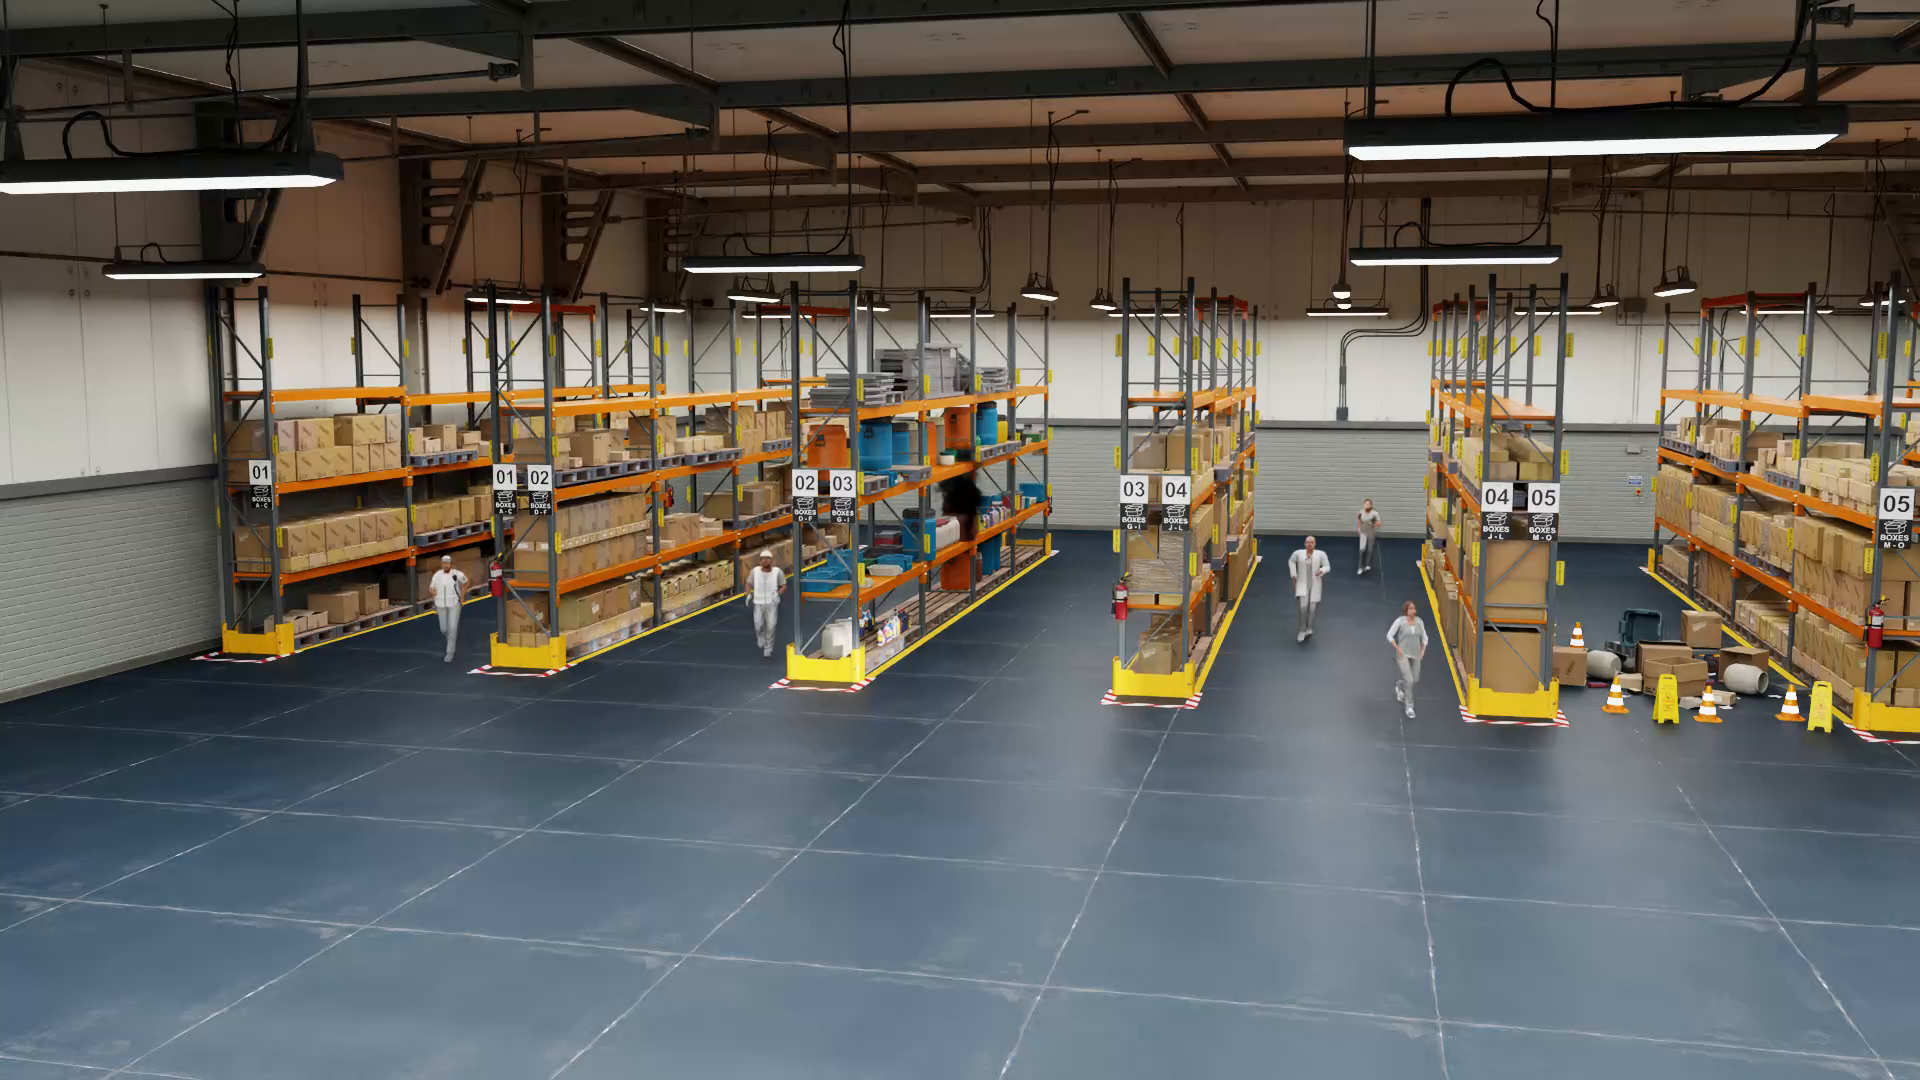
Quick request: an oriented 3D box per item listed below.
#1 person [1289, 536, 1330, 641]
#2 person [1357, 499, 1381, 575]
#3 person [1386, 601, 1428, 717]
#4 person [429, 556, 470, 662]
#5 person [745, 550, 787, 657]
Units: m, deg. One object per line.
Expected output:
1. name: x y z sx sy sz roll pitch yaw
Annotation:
1. person: 6.033 0.844 28.711 0.688 1.839 0.836 1 7 7
2. person: 9.110 -0.076 37.080 0.551 1.694 0.788 2 7 20
3. person: 6.150 1.606 22.915 0.559 1.579 0.679 -1 7 -9
4. person: -8.276 1.078 26.914 0.606 1.666 0.924 0 7 -2
5. person: -3.155 1.036 27.066 0.684 1.732 0.594 0 7 -3
